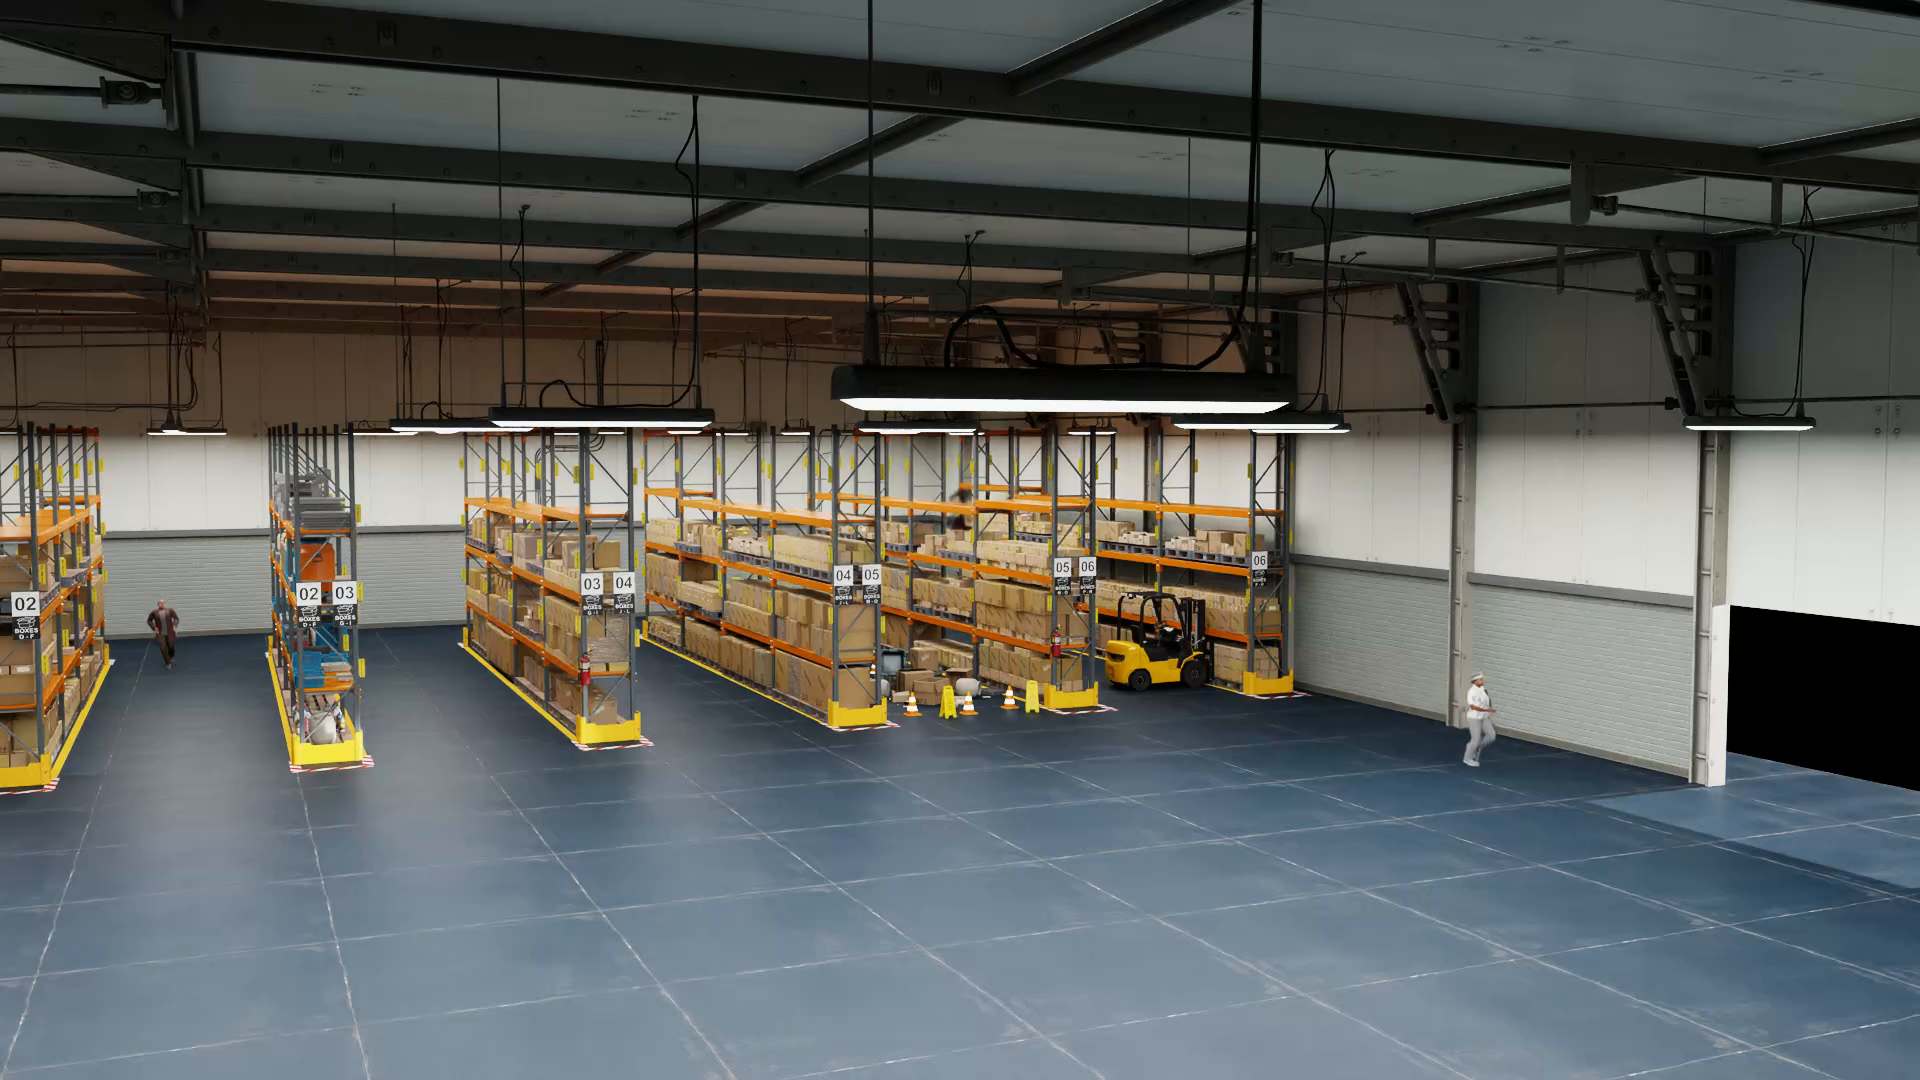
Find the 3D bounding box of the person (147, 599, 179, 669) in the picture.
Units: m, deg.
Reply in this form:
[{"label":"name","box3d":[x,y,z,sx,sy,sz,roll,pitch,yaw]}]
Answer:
[{"label":"person","box3d":[-19.858,2.303,41.448,0.735,1.659,0.681,-2,4,-28]}]

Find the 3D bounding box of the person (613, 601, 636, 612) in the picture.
[{"label":"person","box3d":[-8.966,2.152,44.281,0.711,1.728,0.731,-1,4,-21]}]

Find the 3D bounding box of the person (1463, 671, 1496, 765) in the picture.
[{"label":"person","box3d":[9.088,3.110,29.013,0.556,1.662,0.603,-3,5,-42]}]

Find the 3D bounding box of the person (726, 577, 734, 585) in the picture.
[{"label":"person","box3d":[-6.645,1.931,47.966,0.733,1.727,0.601,-3,4,-38]}]
